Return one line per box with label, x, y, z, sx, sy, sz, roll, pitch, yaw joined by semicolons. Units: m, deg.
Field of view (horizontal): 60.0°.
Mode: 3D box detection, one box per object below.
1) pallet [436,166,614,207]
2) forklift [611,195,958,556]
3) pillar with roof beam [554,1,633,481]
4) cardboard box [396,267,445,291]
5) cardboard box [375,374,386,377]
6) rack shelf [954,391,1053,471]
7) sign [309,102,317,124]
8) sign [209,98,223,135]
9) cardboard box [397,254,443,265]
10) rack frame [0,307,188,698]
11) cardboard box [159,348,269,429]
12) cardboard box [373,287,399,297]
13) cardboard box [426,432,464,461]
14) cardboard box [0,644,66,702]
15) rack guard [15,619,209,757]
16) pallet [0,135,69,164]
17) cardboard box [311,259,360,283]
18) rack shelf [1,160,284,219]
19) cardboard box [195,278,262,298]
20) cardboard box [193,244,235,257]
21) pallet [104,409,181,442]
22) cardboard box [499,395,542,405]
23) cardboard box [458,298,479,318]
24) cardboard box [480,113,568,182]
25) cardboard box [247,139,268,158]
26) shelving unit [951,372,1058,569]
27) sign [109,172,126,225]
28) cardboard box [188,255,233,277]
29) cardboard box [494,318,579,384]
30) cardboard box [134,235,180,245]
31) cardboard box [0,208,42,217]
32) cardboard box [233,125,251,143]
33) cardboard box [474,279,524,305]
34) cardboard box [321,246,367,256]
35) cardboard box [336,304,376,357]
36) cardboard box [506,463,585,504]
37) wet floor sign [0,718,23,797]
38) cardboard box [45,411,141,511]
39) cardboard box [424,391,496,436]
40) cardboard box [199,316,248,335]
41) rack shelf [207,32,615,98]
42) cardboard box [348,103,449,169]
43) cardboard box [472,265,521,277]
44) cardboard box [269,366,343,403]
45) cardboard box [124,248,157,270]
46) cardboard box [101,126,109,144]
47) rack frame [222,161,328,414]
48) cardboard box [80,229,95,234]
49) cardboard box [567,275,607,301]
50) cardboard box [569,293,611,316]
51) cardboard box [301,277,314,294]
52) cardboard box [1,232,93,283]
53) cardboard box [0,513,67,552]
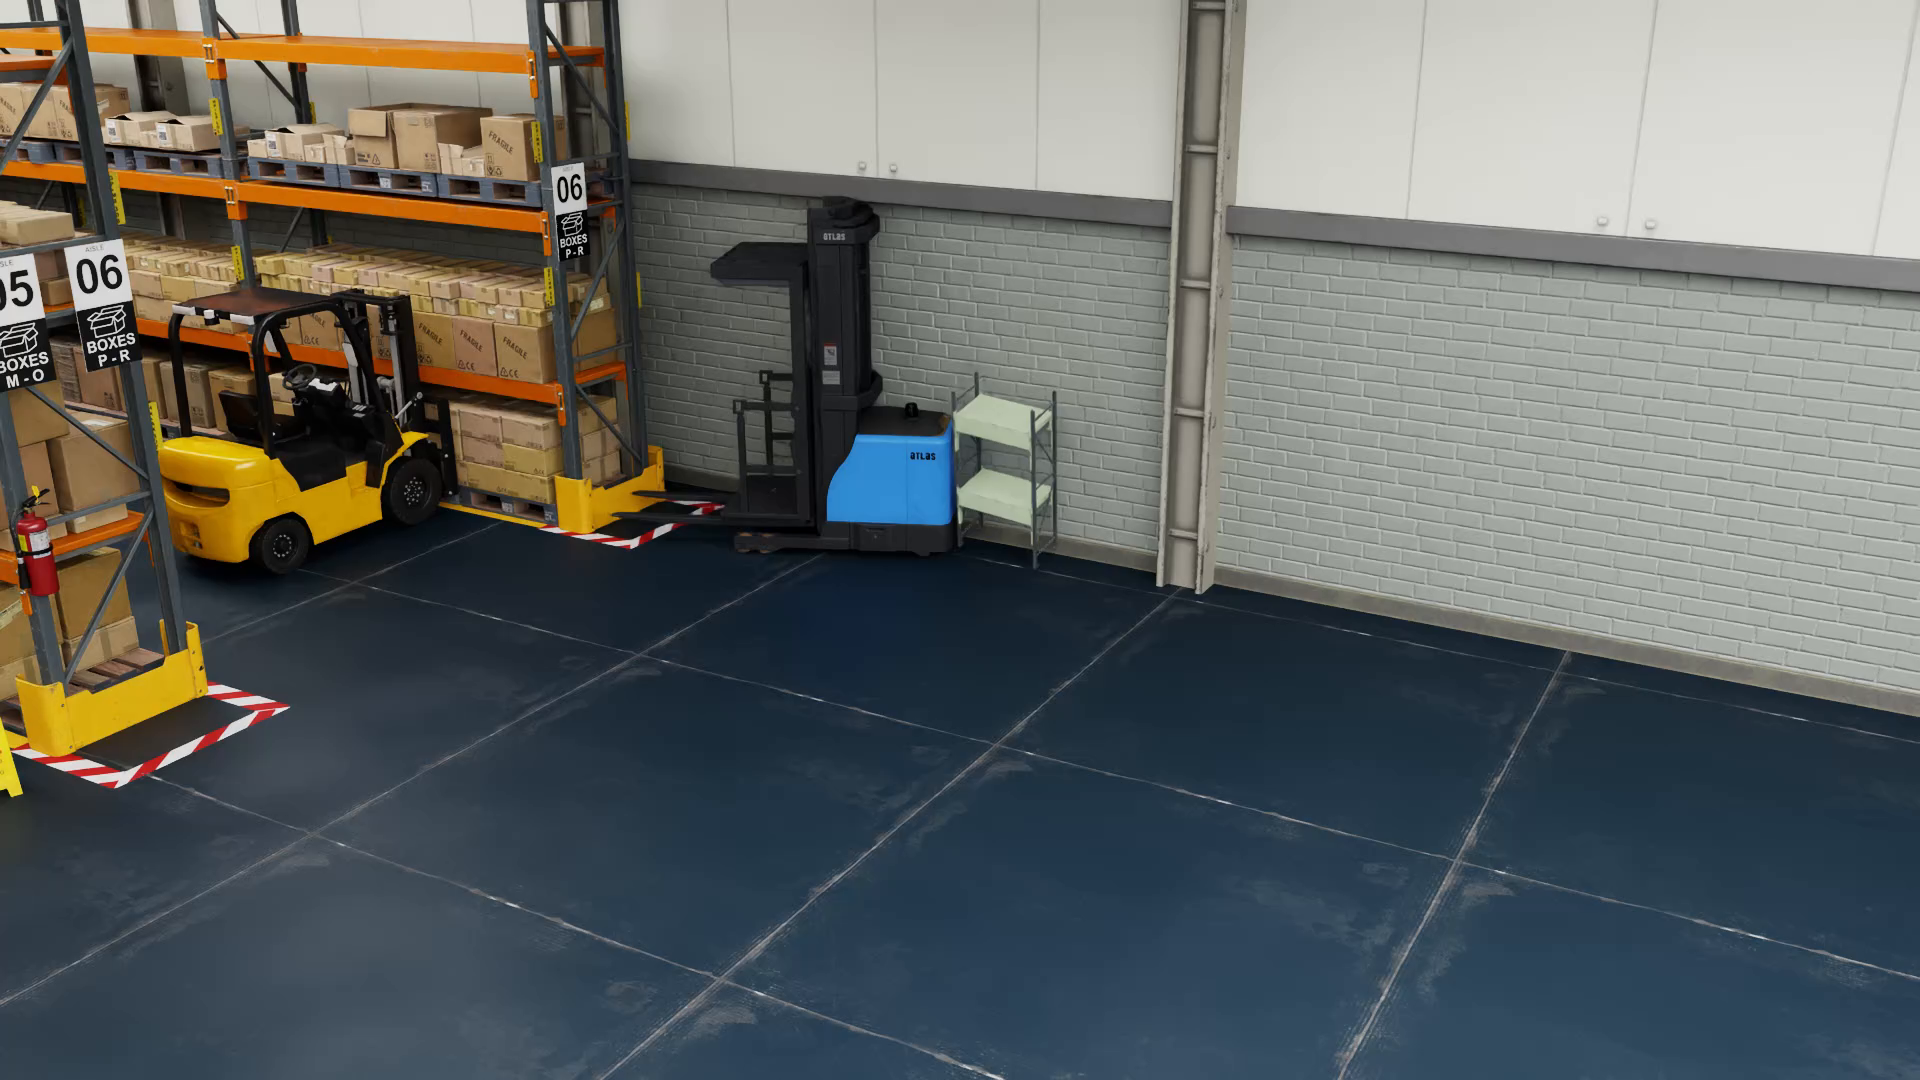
pallet;-3.823;-3.157;14.697;1.213;0.211;1.003;11;23;27
forklift;-1.525;-1.438;14.328;3.031;2.935;1.130;2;20;6
pillar with roof beam;-5.486;-3.586;11.351;0.400;9.000;9.100;11;23;27
cardboard box;-4.976;-2.405;15.359;0.250;0.149;0.380;11;23;28
cardboard box;-5.737;-1.599;16.622;0.500;0.250;0.500;10;22;27
rack shelf;0.367;-0.902;13.650;0.720;0.370;0.431;16;37;27
sign;-6.441;-4.184;16.525;0.005;0.325;0.100;11;23;27
sign;-6.966;-3.966;15.579;0.005;0.325;0.100;11;23;27
cardboard box;-5.182;-2.634;15.992;0.250;0.149;0.380;11;22;27
rack frame;-5.636;-0.185;10.773;0.127;3.000;1.000;11;23;27
cardboard box;-7.845;-1.624;17.607;0.625;0.625;0.875;11;22;27
cardboard box;-5.220;-2.286;15.467;0.250;0.149;0.380;10;22;26
cardboard box;-4.689;-0.957;15.585;0.500;0.250;0.500;10;22;26
cardboard box;-6.494;0.852;11.331;0.500;0.250;0.500;11;23;27
rack guard;-5.702;0.978;11.234;0.348;0.500;1.175;11;23;27
pallet;-9.566;-4.228;17.799;1.003;0.211;1.213;12;23;30
cardboard box;-5.903;-2.549;15.756;0.250;0.149;0.380;11;23;28
rack shelf;-8.456;-3.733;17.210;4.000;0.370;1.077;11;23;27
cardboard box;-7.264;-2.498;16.638;0.500;0.250;0.500;10;22;26
cardboard box;-7.777;-2.990;17.408;0.250;0.149;0.380;11;23;27
pallet;-8.442;-1.331;18.022;1.213;0.211;1.003;11;23;27
cardboard box;-3.983;-1.256;15.677;0.500;0.250;0.500;11;23;27
cardboard box;-4.303;-2.129;15.034;0.250;0.149;0.380;11;22;27
cardboard box;-3.723;-3.365;14.234;0.500;0.500;0.500;12;23;29
cardboard box;-6.467;-3.699;15.670;0.250;0.149;0.380;11;23;28
shelving unit;0.382;-0.574;13.861;0.755;1.500;0.431;16;37;27
sign;-5.371;-2.167;10.558;0.005;0.325;0.100;11;23;27
cardboard box;-7.539;-2.765;16.787;0.250;0.149;0.380;11;23;27
cardboard box;-3.776;-1.714;14.841;0.500;0.500;0.500;10;22;26
cardboard box;-8.643;-3.177;17.923;0.250;0.149;0.380;10;22;26
cardboard box;-6.074;-2.008;10.601;0.250;0.149;0.380;11;23;27
cardboard box;-7.355;-4.064;16.675;0.250;0.149;0.380;11;23;27
cardboard box;-4.106;-2.219;14.846;0.250;0.149;0.380;11;23;28
cardboard box;-6.085;-2.803;16.456;0.250;0.149;0.380;10;22;26
cardboard box;-5.545;-2.058;15.791;0.500;0.500;0.500;11;22;27
cardboard box;-3.782;-0.552;15.201;0.500;0.250;0.500;11;23;28
wet floor sign;-5.992;1.272;10.209;0.267;0.644;0.232;-16;26;-38
cardboard box;-5.914;-0.533;11.150;0.500;0.500;0.500;10;22;26
cardboard box;-4.666;-1.186;15.482;0.500;0.250;0.500;11;23;28
cardboard box;-7.278;-2.263;16.724;0.500;0.250;0.500;11;23;29
rack shelf;-4.964;-4.289;14.933;4.000;0.370;1.077;11;23;27
cardboard box;-5.061;-3.676;15.084;0.637;0.503;0.797;12;23;29
cardboard box;-4.308;-2.449;15.482;0.250;0.149;0.380;12;23;29
cardboard box;-6.441;-1.529;16.429;0.500;0.250;0.500;10;22;26
cardboard box;-8.516;-2.895;17.148;0.250;0.149;0.380;10;22;26
cardboard box;-8.492;-4.085;16.733;0.250;0.149;0.380;10;22;27
rack frame;-6.710;-2.328;16.682;0.127;3.000;1.000;11;23;27
cardboard box;-9.537;-3.341;18.377;0.250;0.149;0.380;11;23;29
cardboard box;-3.407;-2.274;14.999;0.250;0.149;0.380;10;22;26
cardboard box;-3.388;-2.148;15.089;0.250;0.149;0.380;10;22;26
cardboard box;-6.092;-2.471;15.978;0.250;0.149;0.380;11;23;27
cardboard box;-5.945;-1.827;10.685;0.500;0.250;0.500;10;22;26
cardboard box;-6.066;-0.065;10.811;0.250;0.149;0.380;12;23;29
